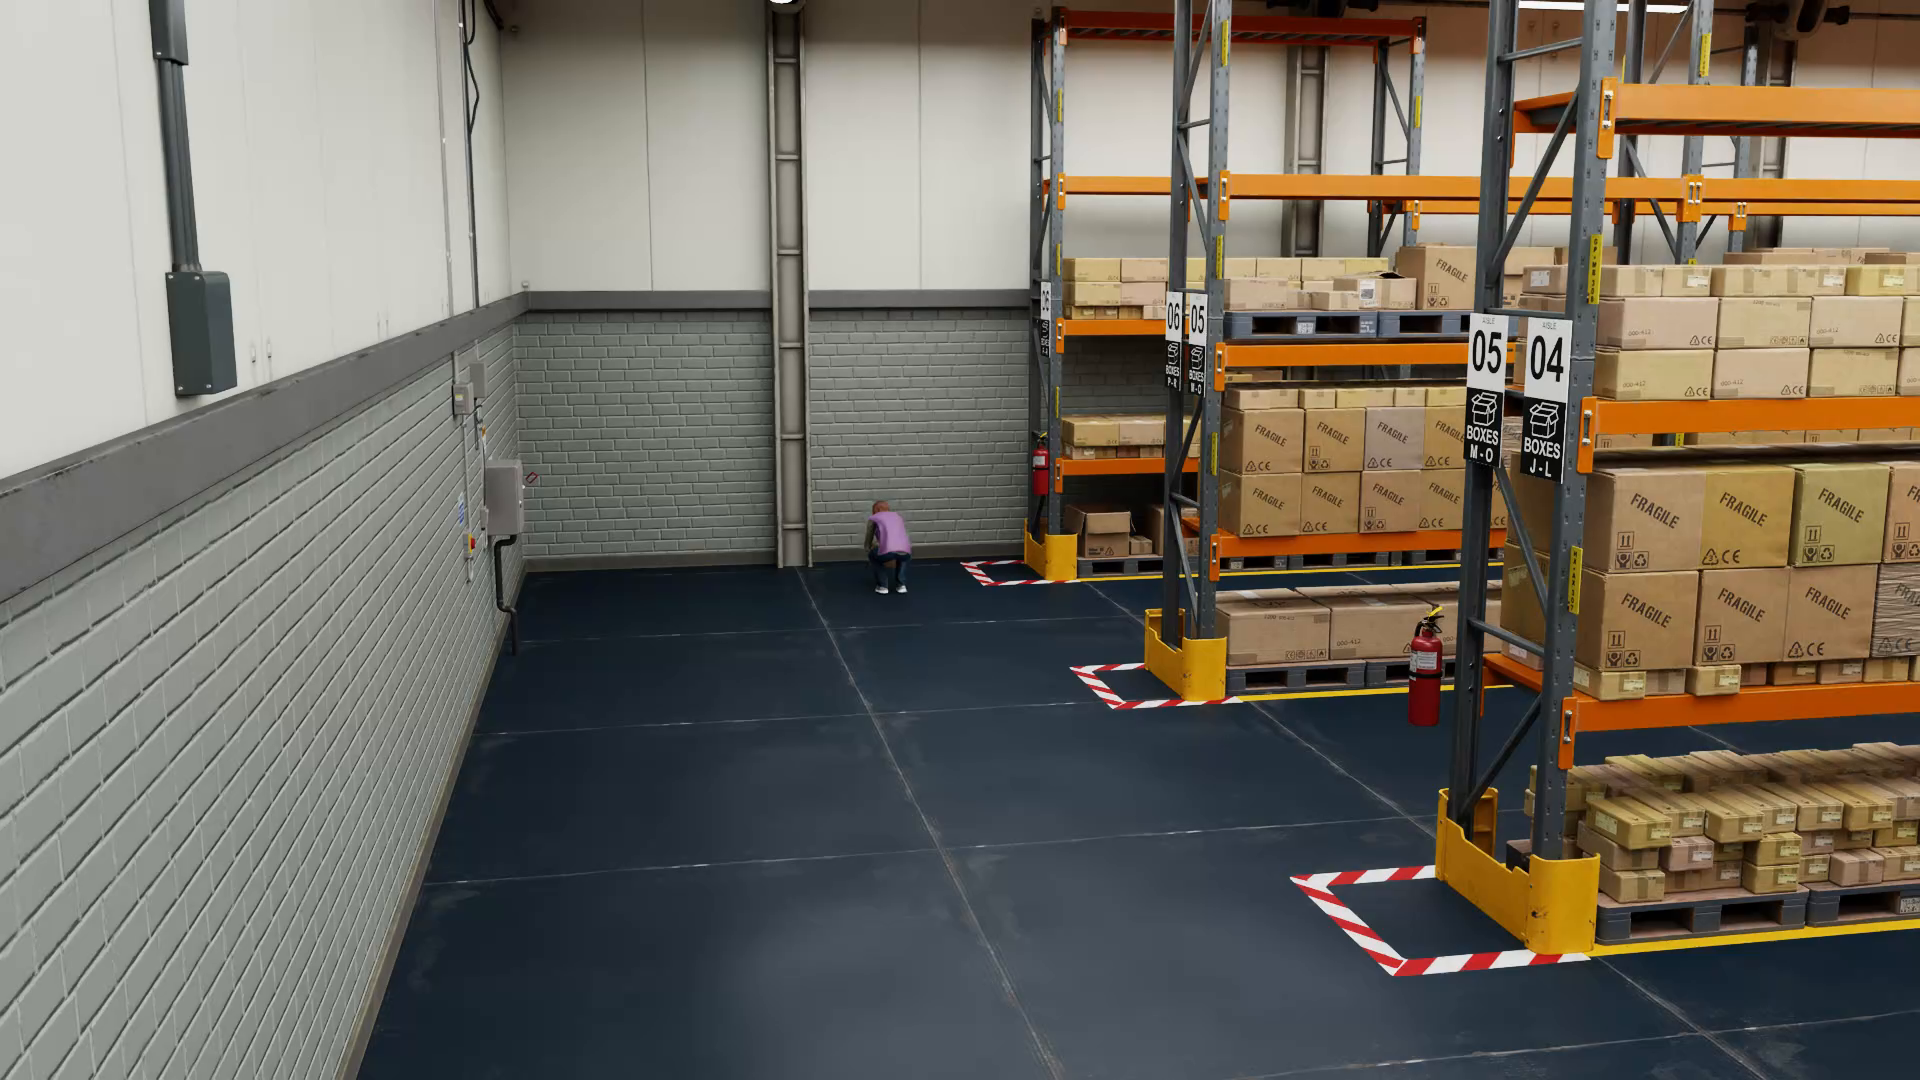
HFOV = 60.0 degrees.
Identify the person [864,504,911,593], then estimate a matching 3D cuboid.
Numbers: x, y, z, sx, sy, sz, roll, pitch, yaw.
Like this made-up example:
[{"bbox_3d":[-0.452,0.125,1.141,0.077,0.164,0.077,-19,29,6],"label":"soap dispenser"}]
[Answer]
[{"bbox_3d":[-0.750,0.102,17.469,0.475,0.876,0.797,-2,10,-11],"label":"person"}]
